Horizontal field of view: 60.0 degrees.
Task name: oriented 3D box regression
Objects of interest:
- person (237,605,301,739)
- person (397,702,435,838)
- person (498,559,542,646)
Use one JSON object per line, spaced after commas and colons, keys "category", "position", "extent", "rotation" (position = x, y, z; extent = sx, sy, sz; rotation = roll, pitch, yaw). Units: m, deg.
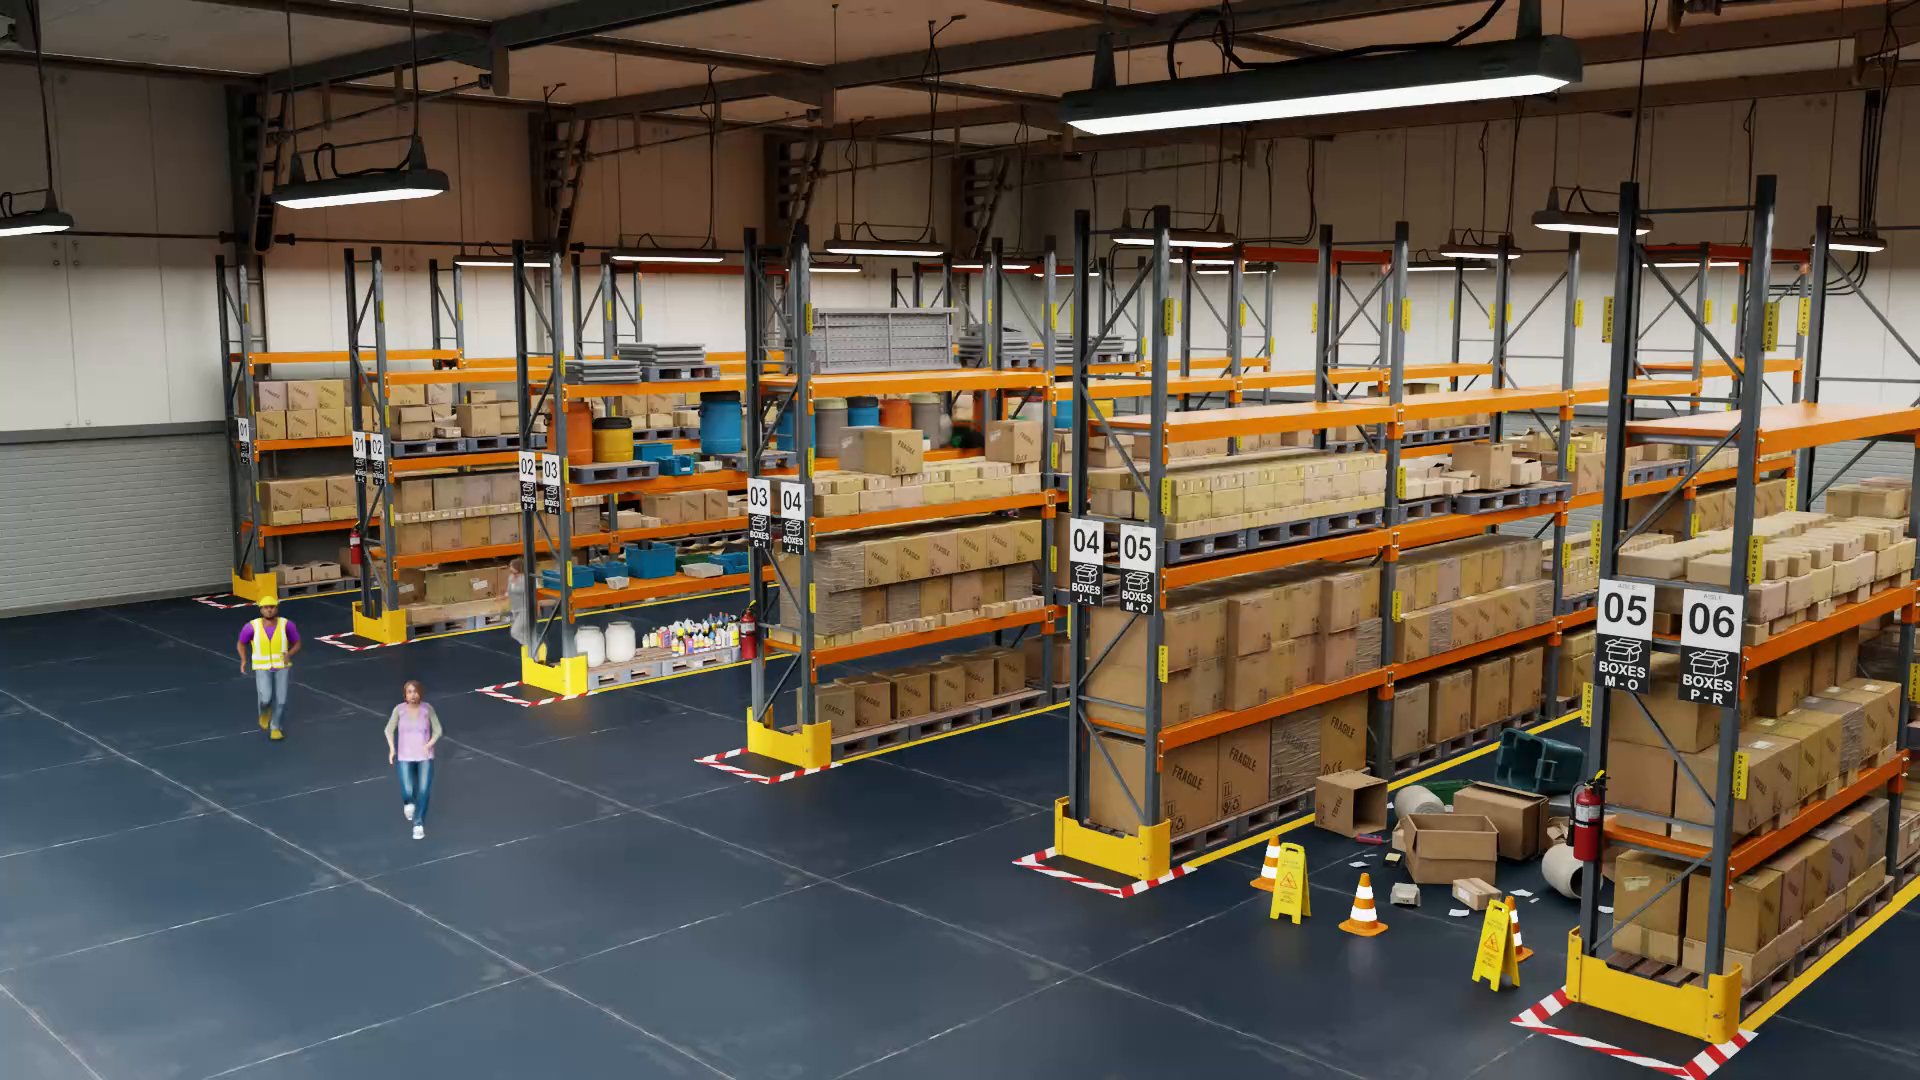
{"category": "person", "position": [-8.187, 1.540, 19.774], "extent": [0.698, 1.682, 0.576], "rotation": [-4, 9, -26]}
{"category": "person", "position": [-5.291, 2.233, 16.198], "extent": [0.347, 1.336, 0.508], "rotation": [-3, 9, -18]}
{"category": "person", "position": [-6.279, 0.993, 23.751], "extent": [0.559, 1.473, 0.648], "rotation": [6, 10, 35]}
